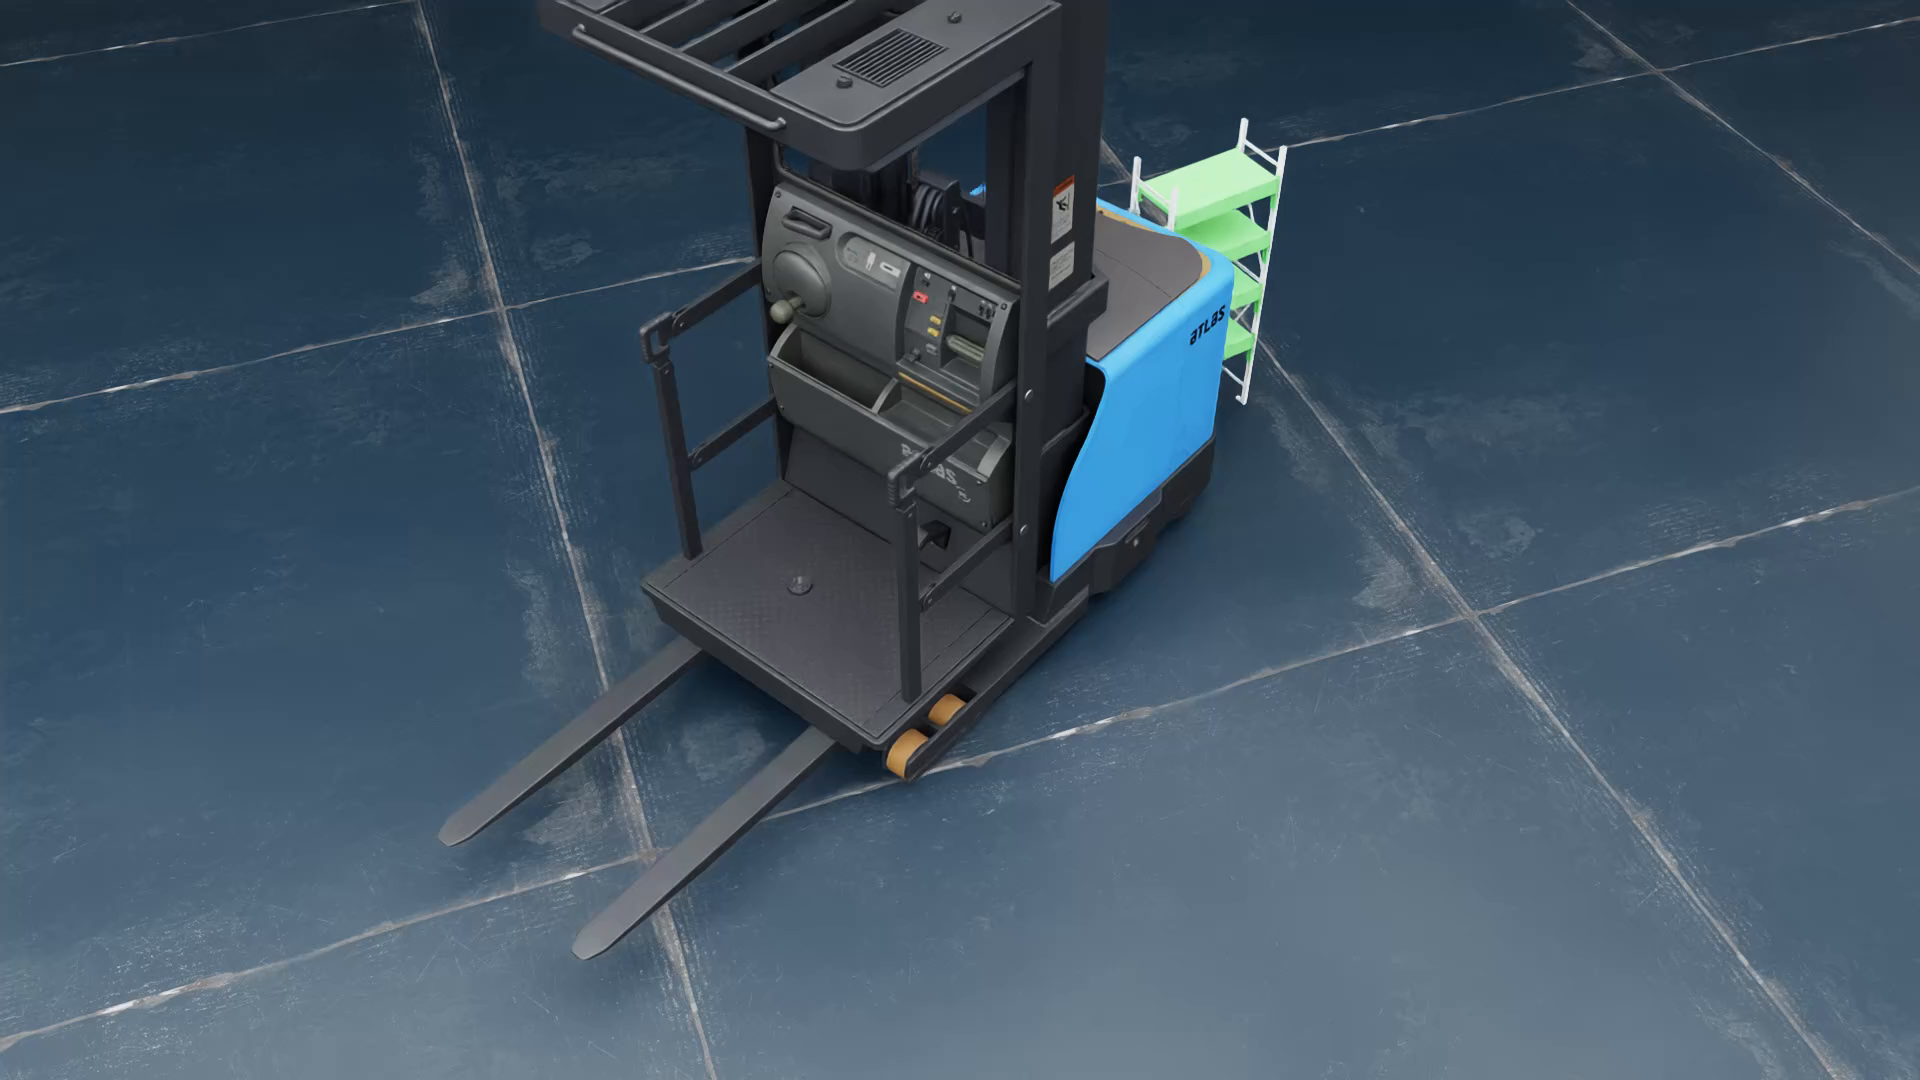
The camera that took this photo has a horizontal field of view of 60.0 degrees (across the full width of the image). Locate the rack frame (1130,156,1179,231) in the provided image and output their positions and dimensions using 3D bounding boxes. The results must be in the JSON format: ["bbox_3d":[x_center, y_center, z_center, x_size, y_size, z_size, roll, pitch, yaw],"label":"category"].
[{"bbox_3d":[0.689,-0.867,6.267,0.015,1.200,0.240,-24,50,-22],"label":"rack frame"}]

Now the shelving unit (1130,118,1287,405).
[{"bbox_3d":[0.896,-0.959,6.359,0.503,1.200,0.258,-24,50,-22],"label":"shelving unit"}]

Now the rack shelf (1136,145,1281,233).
[{"bbox_3d":[0.896,-1.253,6.064,0.480,0.148,0.258,-24,50,-22],"label":"rack shelf"}]

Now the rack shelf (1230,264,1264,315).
[{"bbox_3d":[0.896,-0.914,6.404,0.480,0.148,0.258,-24,50,-22],"label":"rack shelf"}]

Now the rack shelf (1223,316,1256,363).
[{"bbox_3d":[0.896,-0.745,6.574,0.480,0.148,0.258,-24,50,-22],"label":"rack shelf"}]

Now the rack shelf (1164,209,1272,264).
[{"bbox_3d":[0.896,-1.083,6.234,0.480,0.148,0.258,-24,50,-22],"label":"rack shelf"}]

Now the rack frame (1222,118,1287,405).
[{"bbox_3d":[1.102,-1.051,6.451,0.015,1.200,0.240,-24,50,-22],"label":"rack frame"}]

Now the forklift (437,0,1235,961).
[{"bbox_3d":[-0.365,-0.653,4.831,1.130,2.935,3.031,30,52,27],"label":"forklift"}]
